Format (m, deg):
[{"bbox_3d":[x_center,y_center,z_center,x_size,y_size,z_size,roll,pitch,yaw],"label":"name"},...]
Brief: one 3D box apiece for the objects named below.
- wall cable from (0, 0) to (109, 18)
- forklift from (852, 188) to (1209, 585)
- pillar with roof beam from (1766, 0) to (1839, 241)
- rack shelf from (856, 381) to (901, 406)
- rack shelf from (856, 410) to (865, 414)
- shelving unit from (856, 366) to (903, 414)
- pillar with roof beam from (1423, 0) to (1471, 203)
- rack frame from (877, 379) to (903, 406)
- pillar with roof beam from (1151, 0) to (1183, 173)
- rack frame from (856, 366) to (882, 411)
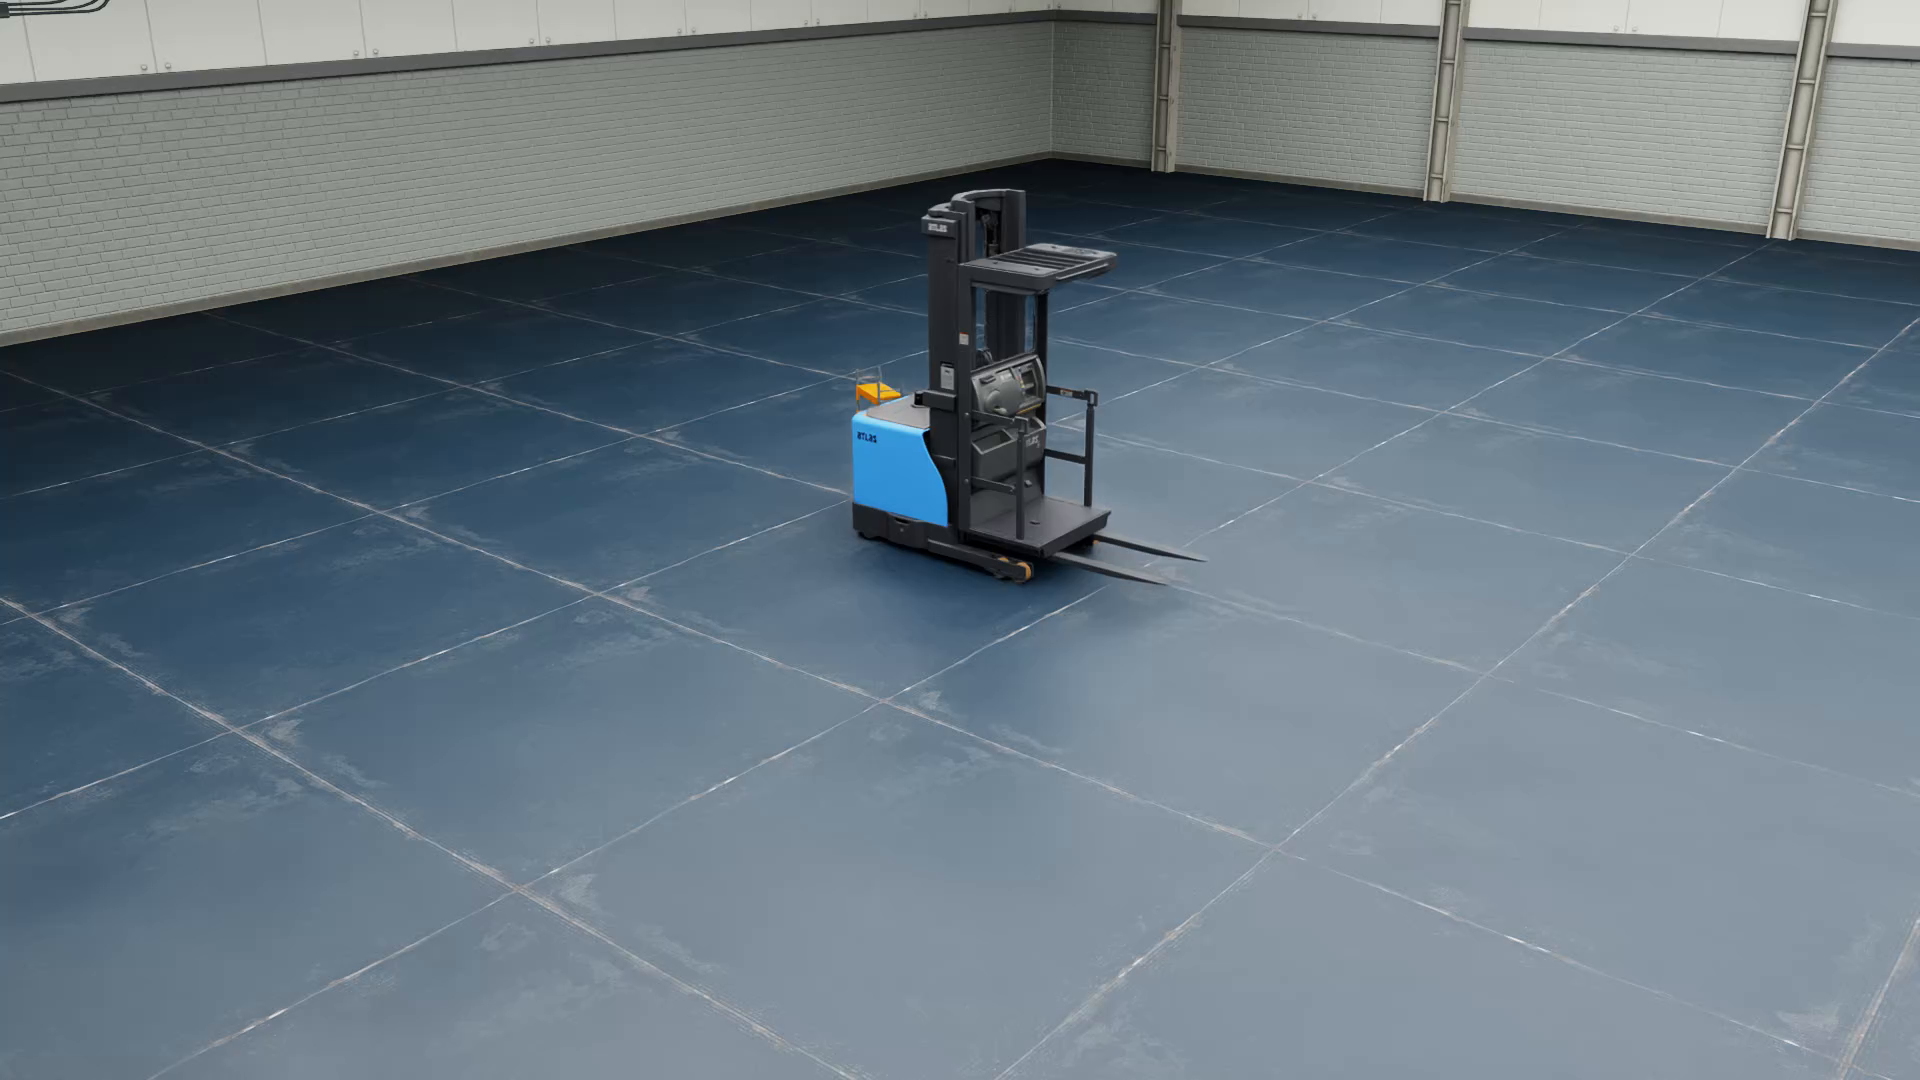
[{"bbox_3d":[-11.142,-8.448,19.000,0.169,6.003,2.305,16,26,36],"label":"wall cable"},{"bbox_3d":[0.560,-1.237,13.297,3.031,2.935,1.130,15,25,34],"label":"forklift"},{"bbox_3d":[10.781,-8.003,22.640,0.400,9.000,9.100,16,26,36],"label":"pillar with roof beam"},{"bbox_3d":[-0.711,-1.262,14.703,0.258,0.148,0.480,-10,23,-24],"label":"rack shelf"},{"bbox_3d":[-0.711,-1.041,14.787,0.258,0.148,0.480,-10,23,-24],"label":"rack shelf"},{"bbox_3d":[-0.711,-0.894,14.842,0.258,1.200,0.503,-10,23,-24],"label":"shelving unit"},{"bbox_3d":[6.133,-9.342,26.190,0.400,9.000,9.100,16,26,36],"label":"pillar with roof beam"},{"bbox_3d":[-0.605,-0.817,14.636,0.240,1.200,0.015,-10,23,-24],"label":"rack frame"},{"bbox_3d":[1.484,-10.680,29.739,0.400,9.000,9.100,16,26,36],"label":"pillar with roof beam"},{"bbox_3d":[-0.817,-0.972,15.047,0.240,1.200,0.015,-10,23,-24],"label":"rack frame"}]
